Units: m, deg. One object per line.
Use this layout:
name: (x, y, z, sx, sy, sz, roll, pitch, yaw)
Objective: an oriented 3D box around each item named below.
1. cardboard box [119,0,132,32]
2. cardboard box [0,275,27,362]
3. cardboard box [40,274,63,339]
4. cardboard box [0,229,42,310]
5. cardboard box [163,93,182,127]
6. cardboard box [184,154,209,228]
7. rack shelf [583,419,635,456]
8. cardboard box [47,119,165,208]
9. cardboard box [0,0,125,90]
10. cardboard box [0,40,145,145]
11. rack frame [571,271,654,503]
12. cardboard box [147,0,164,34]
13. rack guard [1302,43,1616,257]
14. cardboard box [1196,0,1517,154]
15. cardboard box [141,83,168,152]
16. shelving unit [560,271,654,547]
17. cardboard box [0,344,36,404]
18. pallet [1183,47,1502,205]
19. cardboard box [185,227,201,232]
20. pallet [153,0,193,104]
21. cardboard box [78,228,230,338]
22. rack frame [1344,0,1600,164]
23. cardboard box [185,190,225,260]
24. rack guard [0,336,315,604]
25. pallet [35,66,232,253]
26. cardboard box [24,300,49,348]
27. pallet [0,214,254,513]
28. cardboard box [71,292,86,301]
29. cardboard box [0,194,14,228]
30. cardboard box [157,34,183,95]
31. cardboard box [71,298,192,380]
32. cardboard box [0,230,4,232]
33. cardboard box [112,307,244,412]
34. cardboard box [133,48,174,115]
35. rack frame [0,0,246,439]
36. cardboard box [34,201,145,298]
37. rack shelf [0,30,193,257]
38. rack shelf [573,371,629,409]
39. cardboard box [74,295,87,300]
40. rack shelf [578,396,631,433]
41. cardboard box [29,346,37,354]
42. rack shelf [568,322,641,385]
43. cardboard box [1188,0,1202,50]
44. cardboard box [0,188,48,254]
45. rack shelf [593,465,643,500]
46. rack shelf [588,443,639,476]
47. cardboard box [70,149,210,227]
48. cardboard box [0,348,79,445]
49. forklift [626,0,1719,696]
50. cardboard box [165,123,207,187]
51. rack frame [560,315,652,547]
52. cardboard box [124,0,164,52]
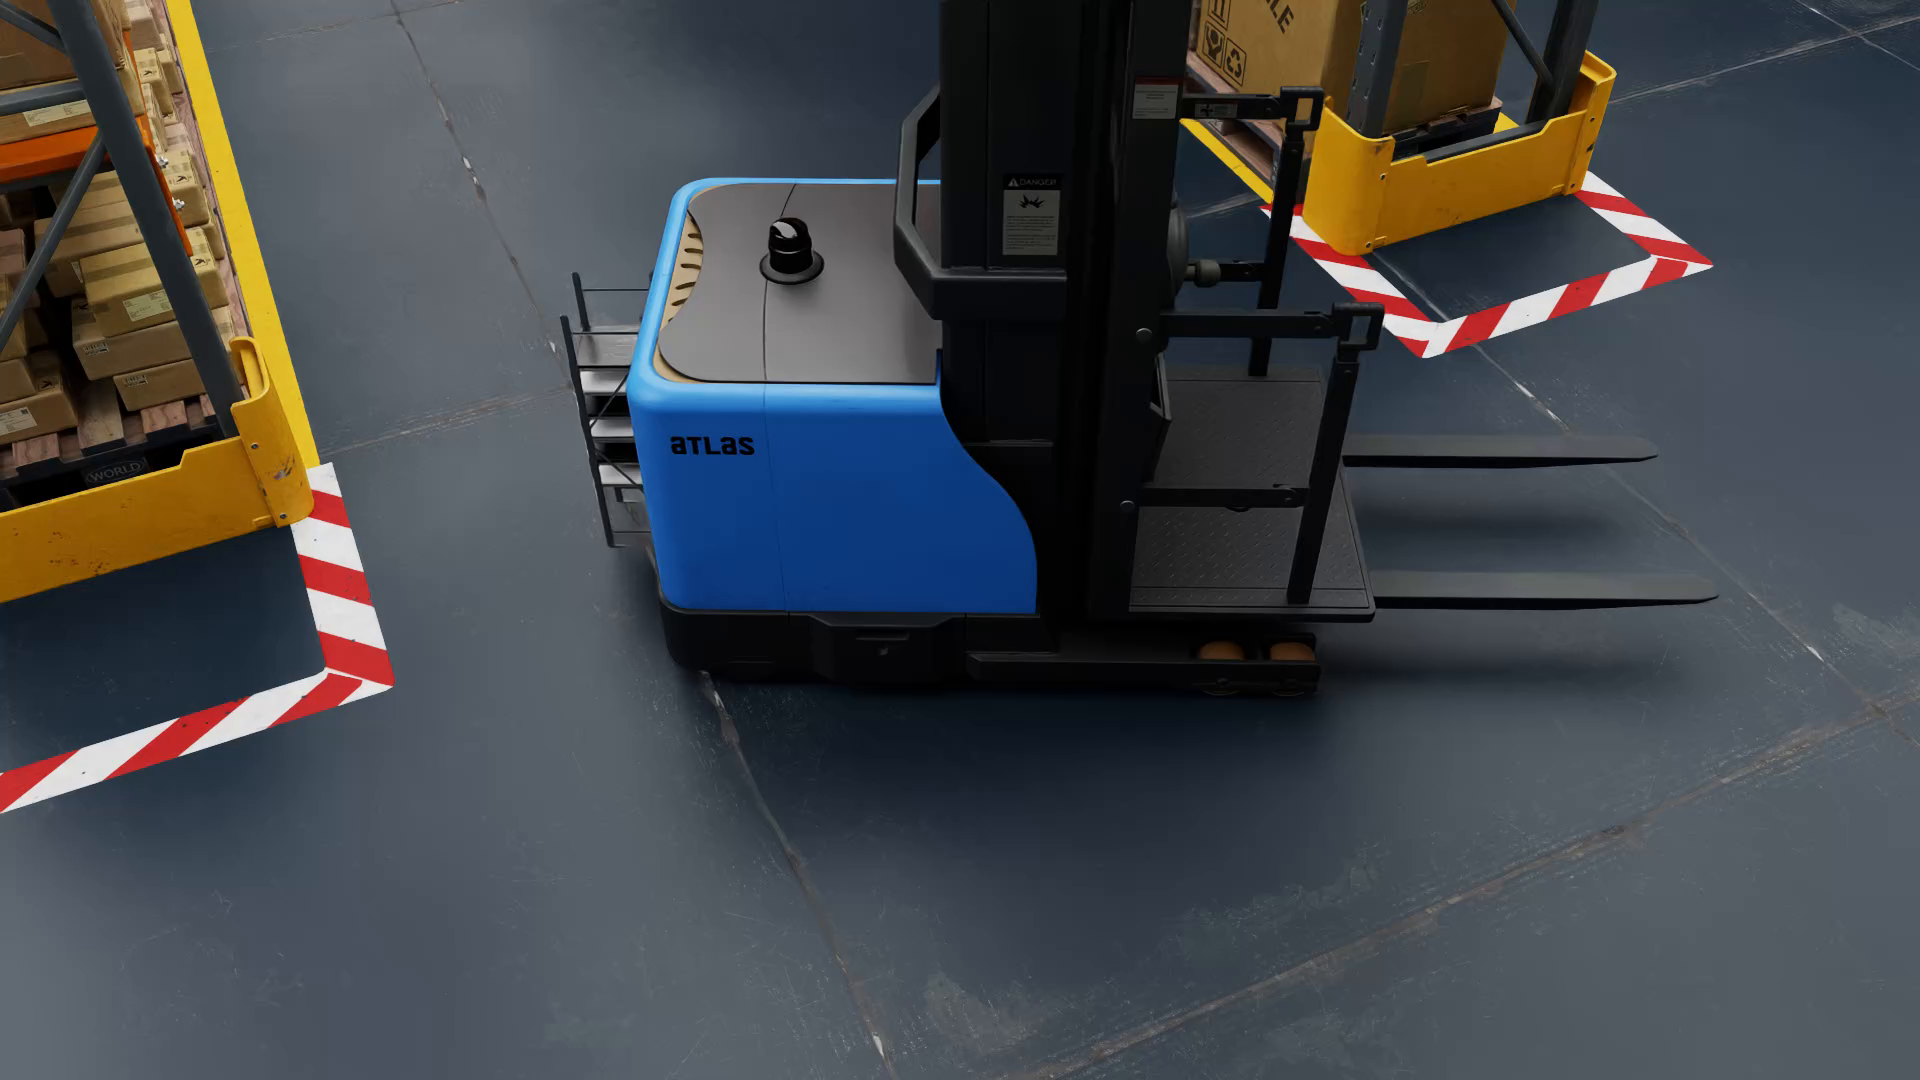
cardboard box: (-2.677, -1.583, 4.897, 0.380, 0.149, 0.250, -19, 48, -19)
cardboard box: (-3.081, -0.641, 5.071, 0.380, 0.149, 0.250, -18, 47, -17)
cardboard box: (-3.272, -0.768, 5.623, 0.380, 0.149, 0.250, -18, 47, -18)
cardboard box: (-3.135, -0.818, 5.250, 0.380, 0.149, 0.250, -17, 47, -17)
cardboard box: (-3.221, -1.577, 6.443, 0.380, 0.149, 0.250, -18, 47, -17)
cardboard box: (-2.873, -1.198, 5.848, 0.380, 0.149, 0.250, -17, 47, -16)
rack shelf: (-0.987, -0.348, 5.010, 0.258, 0.077, 0.200, 0, 45, 0)
cardboard box: (-2.935, -1.284, 5.723, 0.380, 0.149, 0.250, -20, 48, -19)
cardboard box: (-2.567, -1.541, 4.393, 0.500, 0.500, 0.500, -16, 47, -16)
cardboard box: (-2.468, -1.245, 4.555, 0.380, 0.149, 0.250, -18, 48, -18)
rack frame: (-0.988, -0.443, 5.059, 0.240, 0.900, 0.006, 0, 45, 0)
cardboard box: (-3.634, -2.226, 7.102, 0.380, 0.149, 0.250, -20, 48, -19)
rack guard: (1.924, -1.527, 6.442, 1.175, 0.500, 0.348, -18, 47, -17)
cardboard box: (1.572, -2.209, 6.567, 0.875, 0.875, 0.875, -18, 47, -17)
cardboard box: (-3.043, -1.464, 5.905, 0.380, 0.149, 0.250, -16, 47, -16)
shelving unit: (-0.987, -0.372, 4.986, 0.258, 0.900, 0.210, 0, 45, 0)
cardboard box: (-3.110, -0.524, 5.165, 0.380, 0.149, 0.250, -19, 48, -18)
pallet: (1.507, -1.926, 7.051, 1.003, 0.211, 1.213, -18, 47, -17)
cardboard box: (-2.680, -0.873, 5.518, 0.380, 0.149, 0.250, -18, 47, -18)
pallet: (-3.996, -2.170, 7.299, 1.003, 0.211, 1.213, -18, 47, -17)
cardboard box: (-2.541, -0.812, 5.245, 0.380, 0.149, 0.250, -20, 48, -19)
rack frame: (1.914, -2.432, 5.579, 1.000, 3.000, 0.127, -18, 47, -17)
cardboard box: (-2.862, -1.089, 5.949, 0.380, 0.149, 0.250, -17, 47, -17)
rack guard: (-2.661, -0.190, 5.087, 1.175, 0.500, 0.348, -18, 47, -17)
pallet: (-3.479, -1.392, 6.510, 1.003, 0.211, 1.213, -18, 47, -17)
cardboard box: (-3.171, -0.707, 5.350, 0.380, 0.149, 0.250, -19, 48, -18)
pallet: (-2.970, -0.616, 5.724, 1.003, 0.211, 1.213, -18, 47, -17)
cardboard box: (-2.854, -0.894, 5.751, 0.380, 0.149, 0.250, -18, 47, -17)
cardboard box: (-3.410, -1.129, 5.566, 0.380, 0.149, 0.250, -20, 48, -19)
cardboard box: (-3.401, -1.906, 6.777, 0.380, 0.149, 0.250, -18, 47, -17)
cardboard box: (-2.616, -0.682, 5.324, 0.380, 0.149, 0.250, -16, 47, -16)
cardboard box: (-3.330, -0.855, 5.500, 0.380, 0.149, 0.250, -20, 48, -19)
cardboard box: (-2.559, -0.595, 5.448, 0.380, 0.149, 0.250, -17, 47, -17)
cardboard box: (-3.112, -1.645, 6.089, 0.380, 0.149, 0.250, -17, 47, -17)
rack frame: (-2.629, -1.032, 4.160, 1.000, 3.000, 0.127, -18, 47, -17)
cardboard box: (-2.766, -0.952, 5.387, 0.380, 0.149, 0.250, -17, 47, -17)
rack shelf: (-3.470, -2.050, 5.704, 1.077, 0.370, 4.000, -18, 47, -17)
rack shelf: (-0.987, -0.476, 4.883, 0.258, 0.077, 0.200, 0, 45, 0)
cardboard box: (-2.743, -0.737, 5.592, 0.380, 0.149, 0.250, -18, 47, -18)
rack shelf: (-0.987, -0.412, 4.946, 0.258, 0.077, 0.200, 0, 45, 0)
cardboard box: (-3.239, -0.574, 5.427, 0.380, 0.149, 0.250, -17, 47, -16)
rack shelf: (-0.987, -0.540, 4.820, 0.258, 0.077, 0.200, 0, 45, 0)
cardboard box: (1.190, -2.789, 7.155, 0.875, 0.875, 0.875, -18, 47, -17)
cardboard box: (-3.349, -1.057, 5.704, 0.380, 0.149, 0.250, -19, 48, -18)
rack shelf: (-0.987, -0.220, 5.136, 0.258, 0.077, 0.200, 0, 45, 0)
rack shelf: (-0.987, -0.284, 5.073, 0.258, 0.077, 0.200, 0, 45, 0)
cardboard box: (-2.756, -1.151, 5.588, 0.380, 0.149, 0.250, -18, 47, -18)
cardboard box: (-3.039, -0.440, 5.291, 0.380, 0.149, 0.250, -17, 47, -17)
forklift: (0.669, -0.972, 4.148, 3.031, 2.935, 1.130, 1, 45, 1)
cardboard box: (-3.081, -1.408, 6.272, 0.380, 0.149, 0.250, -20, 48, -19)
rack frame: (-0.986, -0.301, 4.914, 0.240, 0.900, 0.006, 0, 45, 0)
cardboard box: (-3.310, -1.968, 6.416, 0.380, 0.149, 0.250, -20, 48, -19)
